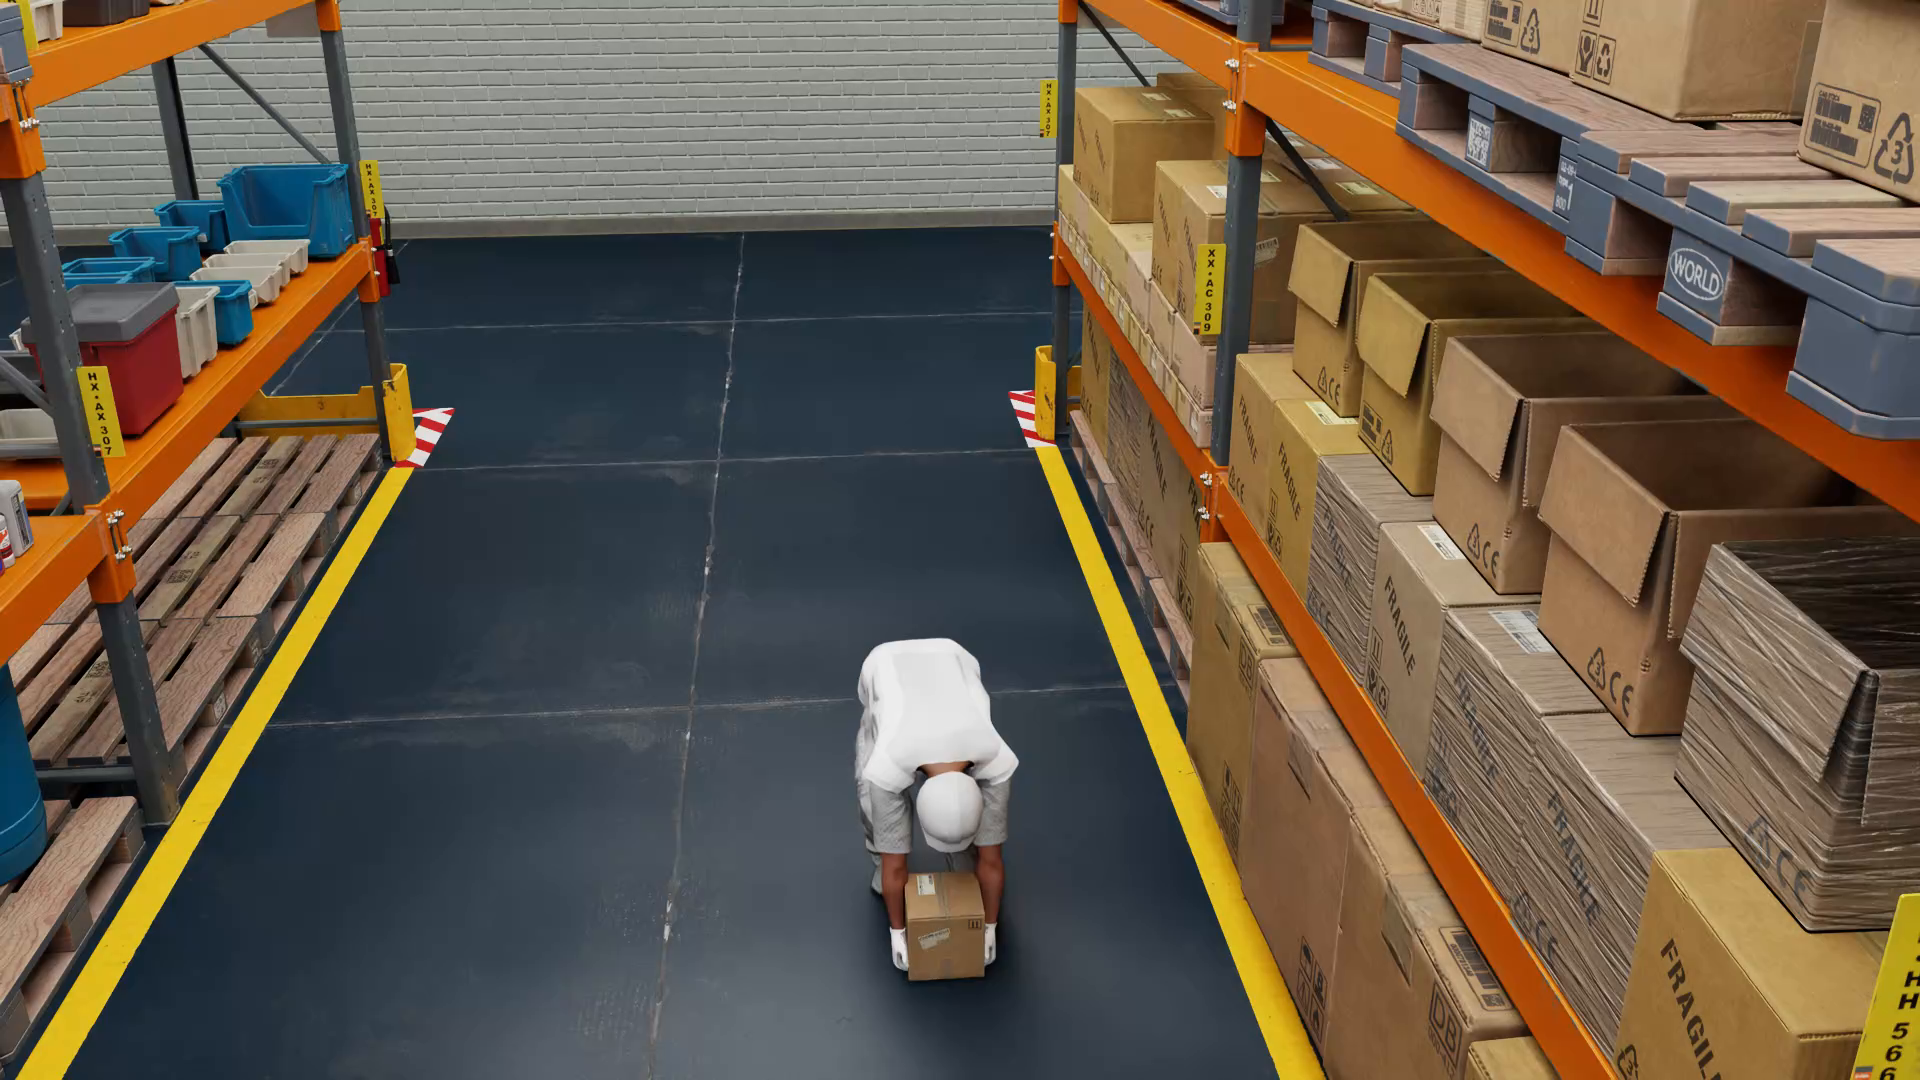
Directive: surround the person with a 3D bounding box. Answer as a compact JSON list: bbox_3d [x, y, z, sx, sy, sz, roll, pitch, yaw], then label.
[{"bbox_3d":[-0.085,0.870,5.686,0.536,0.917,0.986,-3,24,-7],"label":"person"}]
